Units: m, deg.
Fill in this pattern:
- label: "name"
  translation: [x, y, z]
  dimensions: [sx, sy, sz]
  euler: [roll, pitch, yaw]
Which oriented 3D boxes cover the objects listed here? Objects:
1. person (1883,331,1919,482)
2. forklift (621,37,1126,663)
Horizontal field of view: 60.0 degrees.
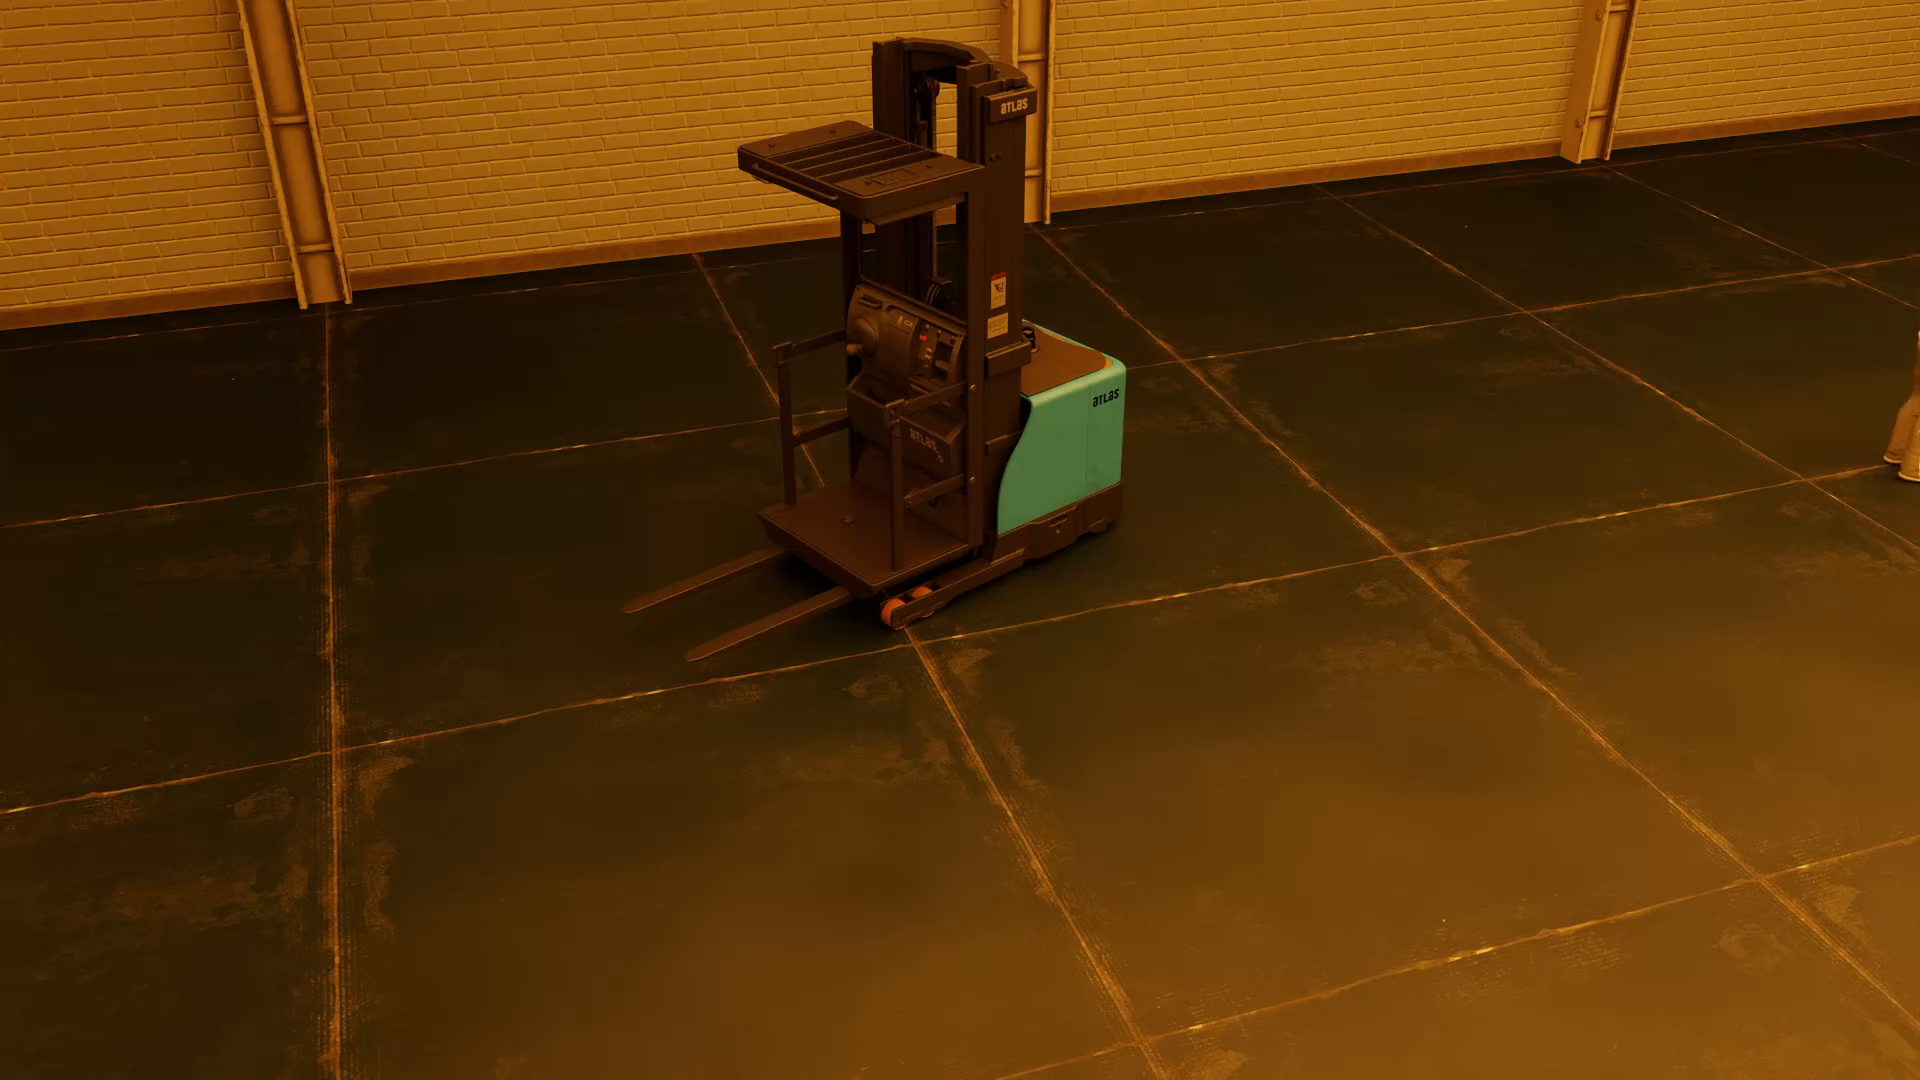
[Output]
- label: "person"
  translation: [6.183, -1.185, 10.396]
  dimensions: [0.336, 1.691, 0.443]
  euler: [2, 30, 3]
- label: "forklift"
  translation: [-0.461, -1.072, 8.951]
  dimensions: [3.031, 2.935, 1.130]
  euler: [-23, 37, -34]
